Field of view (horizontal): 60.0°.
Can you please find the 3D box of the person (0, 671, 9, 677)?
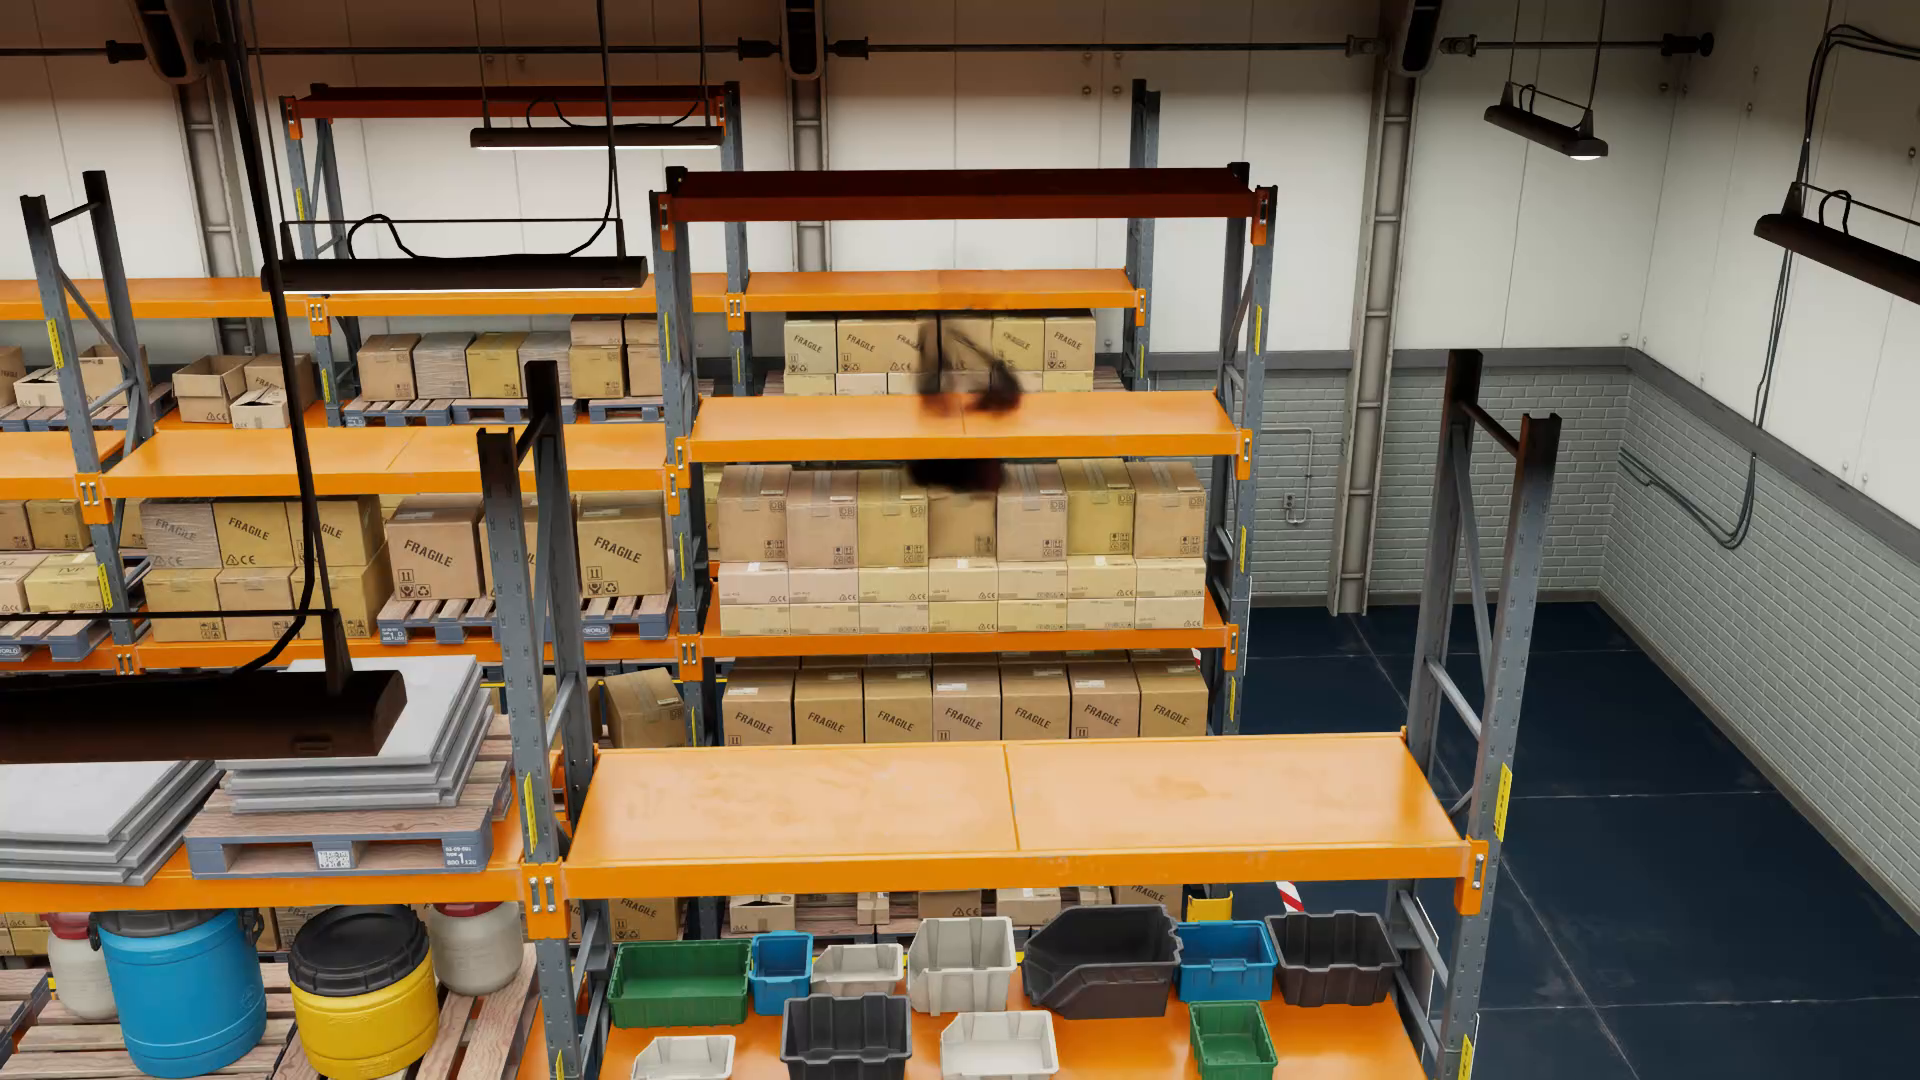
[{"bbox_3d":[-8.011,1.853,14.620,0.895,1.546,0.578,0,22,0],"label":"person"}]
